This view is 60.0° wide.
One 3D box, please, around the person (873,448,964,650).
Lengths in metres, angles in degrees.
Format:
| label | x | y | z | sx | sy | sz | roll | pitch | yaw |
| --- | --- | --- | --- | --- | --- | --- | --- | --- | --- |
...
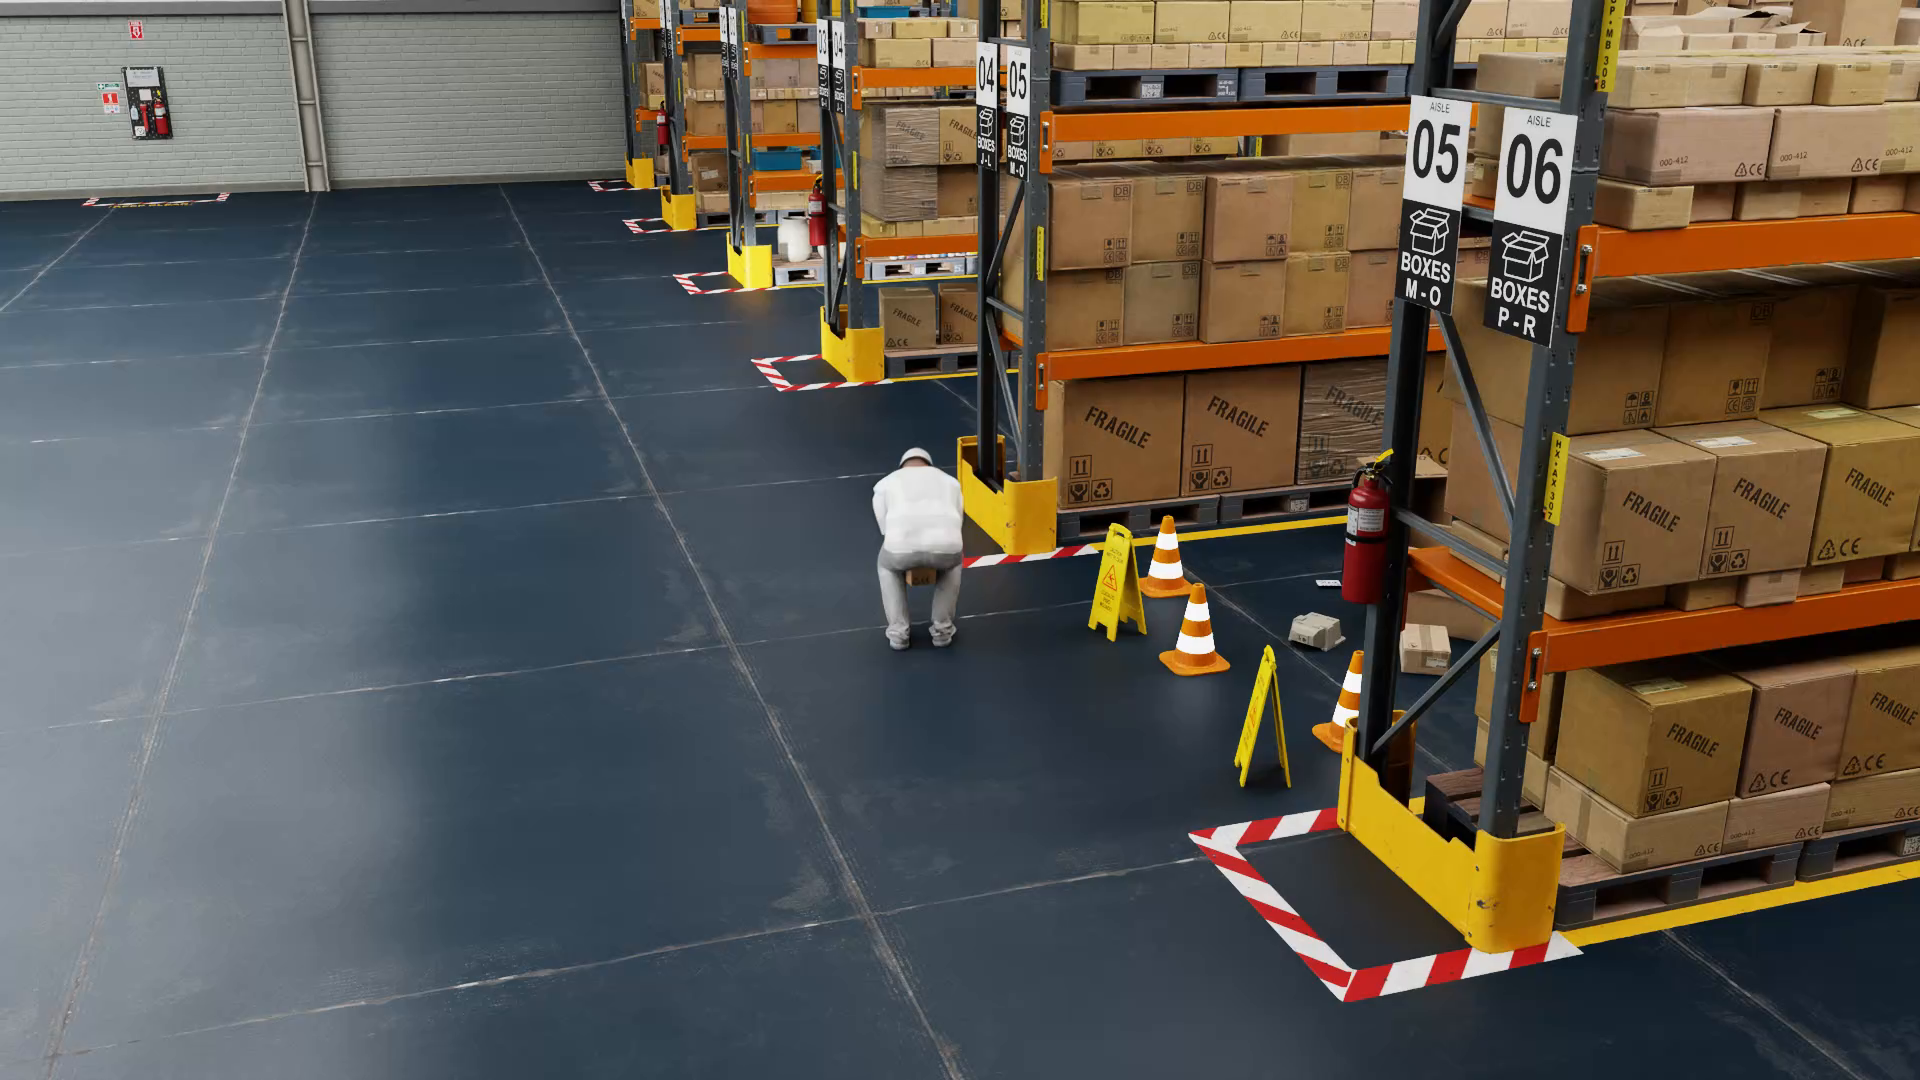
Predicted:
| label | x | y | z | sx | sy | sz | roll | pitch | yaw |
| --- | --- | --- | --- | --- | --- | --- | --- | --- | --- |
| person | -0.236 | 0.057 | 9.539 | 0.521 | 1.001 | 0.960 | -1 | 19 | -2 |
